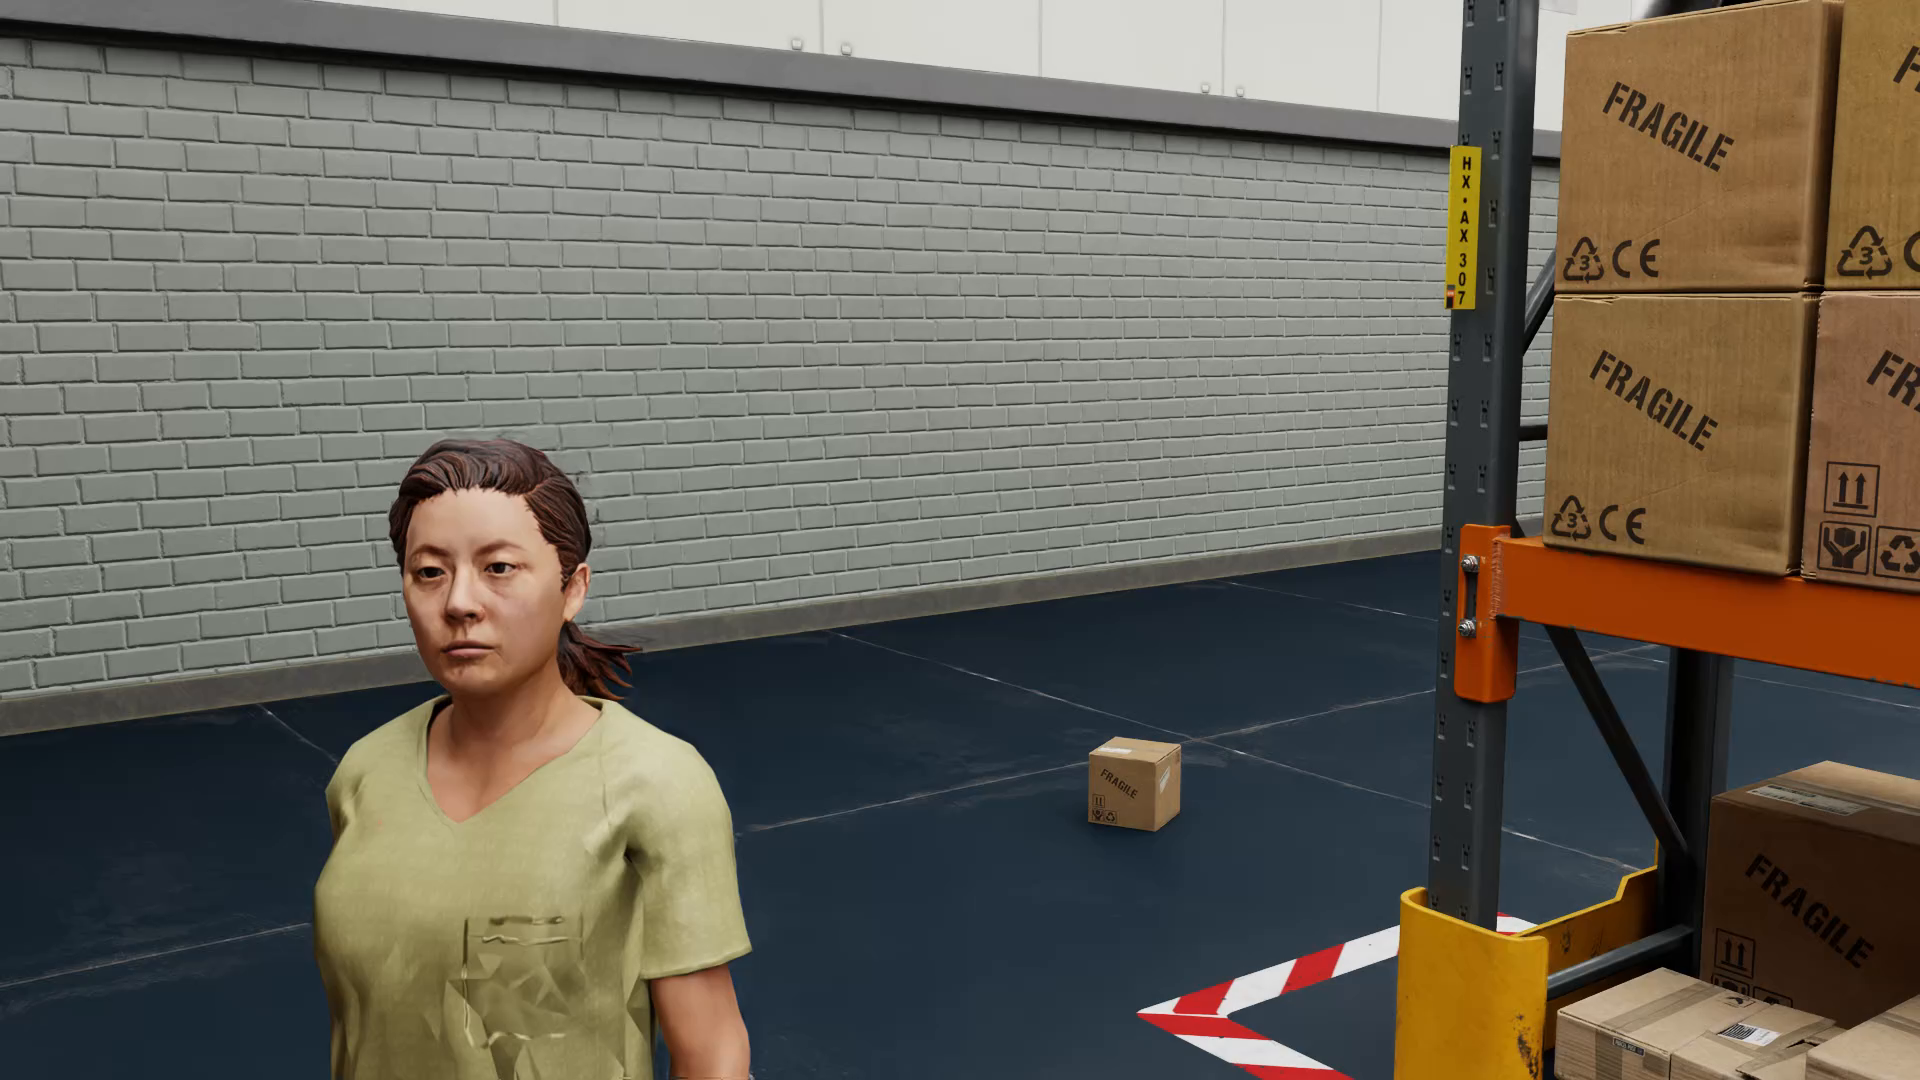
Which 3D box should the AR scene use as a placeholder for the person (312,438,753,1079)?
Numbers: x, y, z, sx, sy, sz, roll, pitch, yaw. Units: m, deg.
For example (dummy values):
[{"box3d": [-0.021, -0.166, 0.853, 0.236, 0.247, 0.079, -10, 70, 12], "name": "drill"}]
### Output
[{"box3d": [-0.443, 0.720, 1.544, 0.474, 1.610, 0.971, 1, 8, 8], "name": "person"}]
